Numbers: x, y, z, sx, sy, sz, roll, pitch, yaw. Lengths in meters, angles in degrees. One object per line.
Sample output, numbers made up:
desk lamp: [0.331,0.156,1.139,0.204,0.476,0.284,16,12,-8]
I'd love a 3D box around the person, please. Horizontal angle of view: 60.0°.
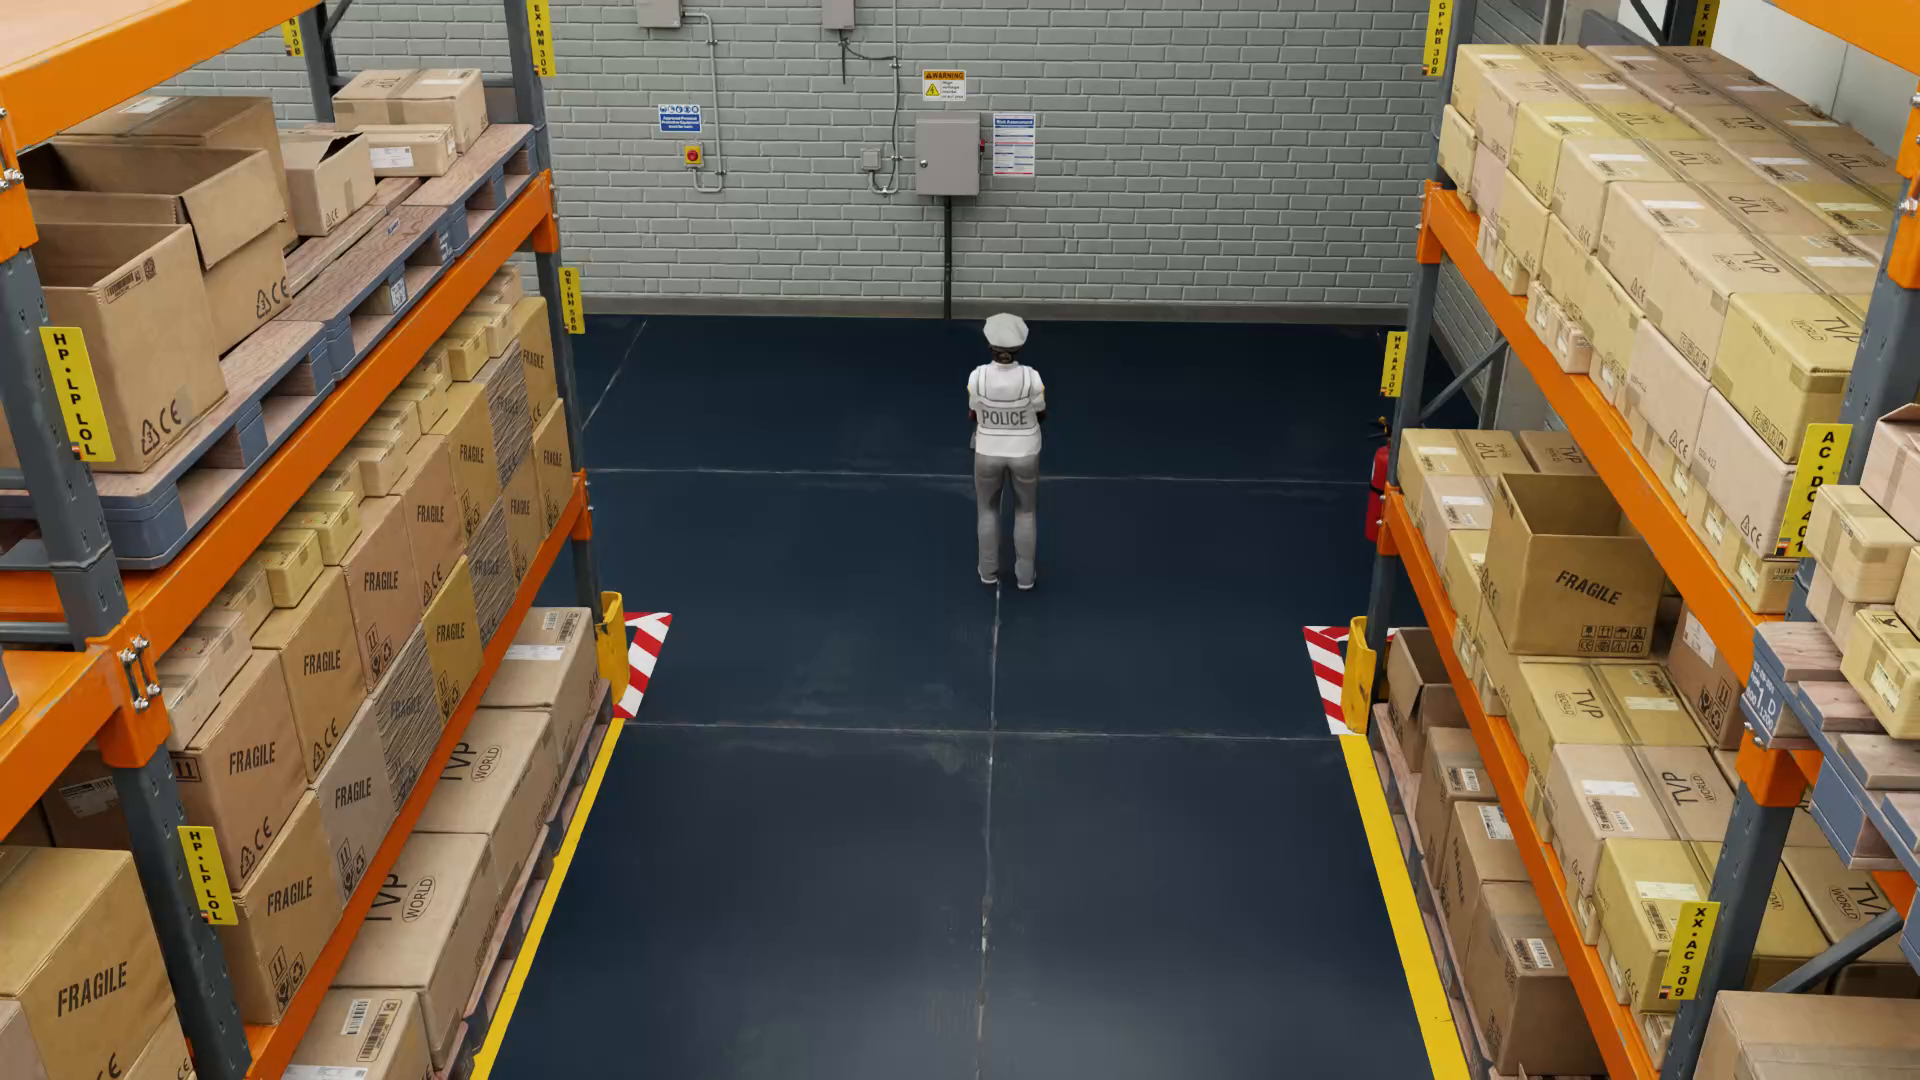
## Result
person: [0.272,-0.528,9.585,0.451,1.690,0.518,1,28,3]
